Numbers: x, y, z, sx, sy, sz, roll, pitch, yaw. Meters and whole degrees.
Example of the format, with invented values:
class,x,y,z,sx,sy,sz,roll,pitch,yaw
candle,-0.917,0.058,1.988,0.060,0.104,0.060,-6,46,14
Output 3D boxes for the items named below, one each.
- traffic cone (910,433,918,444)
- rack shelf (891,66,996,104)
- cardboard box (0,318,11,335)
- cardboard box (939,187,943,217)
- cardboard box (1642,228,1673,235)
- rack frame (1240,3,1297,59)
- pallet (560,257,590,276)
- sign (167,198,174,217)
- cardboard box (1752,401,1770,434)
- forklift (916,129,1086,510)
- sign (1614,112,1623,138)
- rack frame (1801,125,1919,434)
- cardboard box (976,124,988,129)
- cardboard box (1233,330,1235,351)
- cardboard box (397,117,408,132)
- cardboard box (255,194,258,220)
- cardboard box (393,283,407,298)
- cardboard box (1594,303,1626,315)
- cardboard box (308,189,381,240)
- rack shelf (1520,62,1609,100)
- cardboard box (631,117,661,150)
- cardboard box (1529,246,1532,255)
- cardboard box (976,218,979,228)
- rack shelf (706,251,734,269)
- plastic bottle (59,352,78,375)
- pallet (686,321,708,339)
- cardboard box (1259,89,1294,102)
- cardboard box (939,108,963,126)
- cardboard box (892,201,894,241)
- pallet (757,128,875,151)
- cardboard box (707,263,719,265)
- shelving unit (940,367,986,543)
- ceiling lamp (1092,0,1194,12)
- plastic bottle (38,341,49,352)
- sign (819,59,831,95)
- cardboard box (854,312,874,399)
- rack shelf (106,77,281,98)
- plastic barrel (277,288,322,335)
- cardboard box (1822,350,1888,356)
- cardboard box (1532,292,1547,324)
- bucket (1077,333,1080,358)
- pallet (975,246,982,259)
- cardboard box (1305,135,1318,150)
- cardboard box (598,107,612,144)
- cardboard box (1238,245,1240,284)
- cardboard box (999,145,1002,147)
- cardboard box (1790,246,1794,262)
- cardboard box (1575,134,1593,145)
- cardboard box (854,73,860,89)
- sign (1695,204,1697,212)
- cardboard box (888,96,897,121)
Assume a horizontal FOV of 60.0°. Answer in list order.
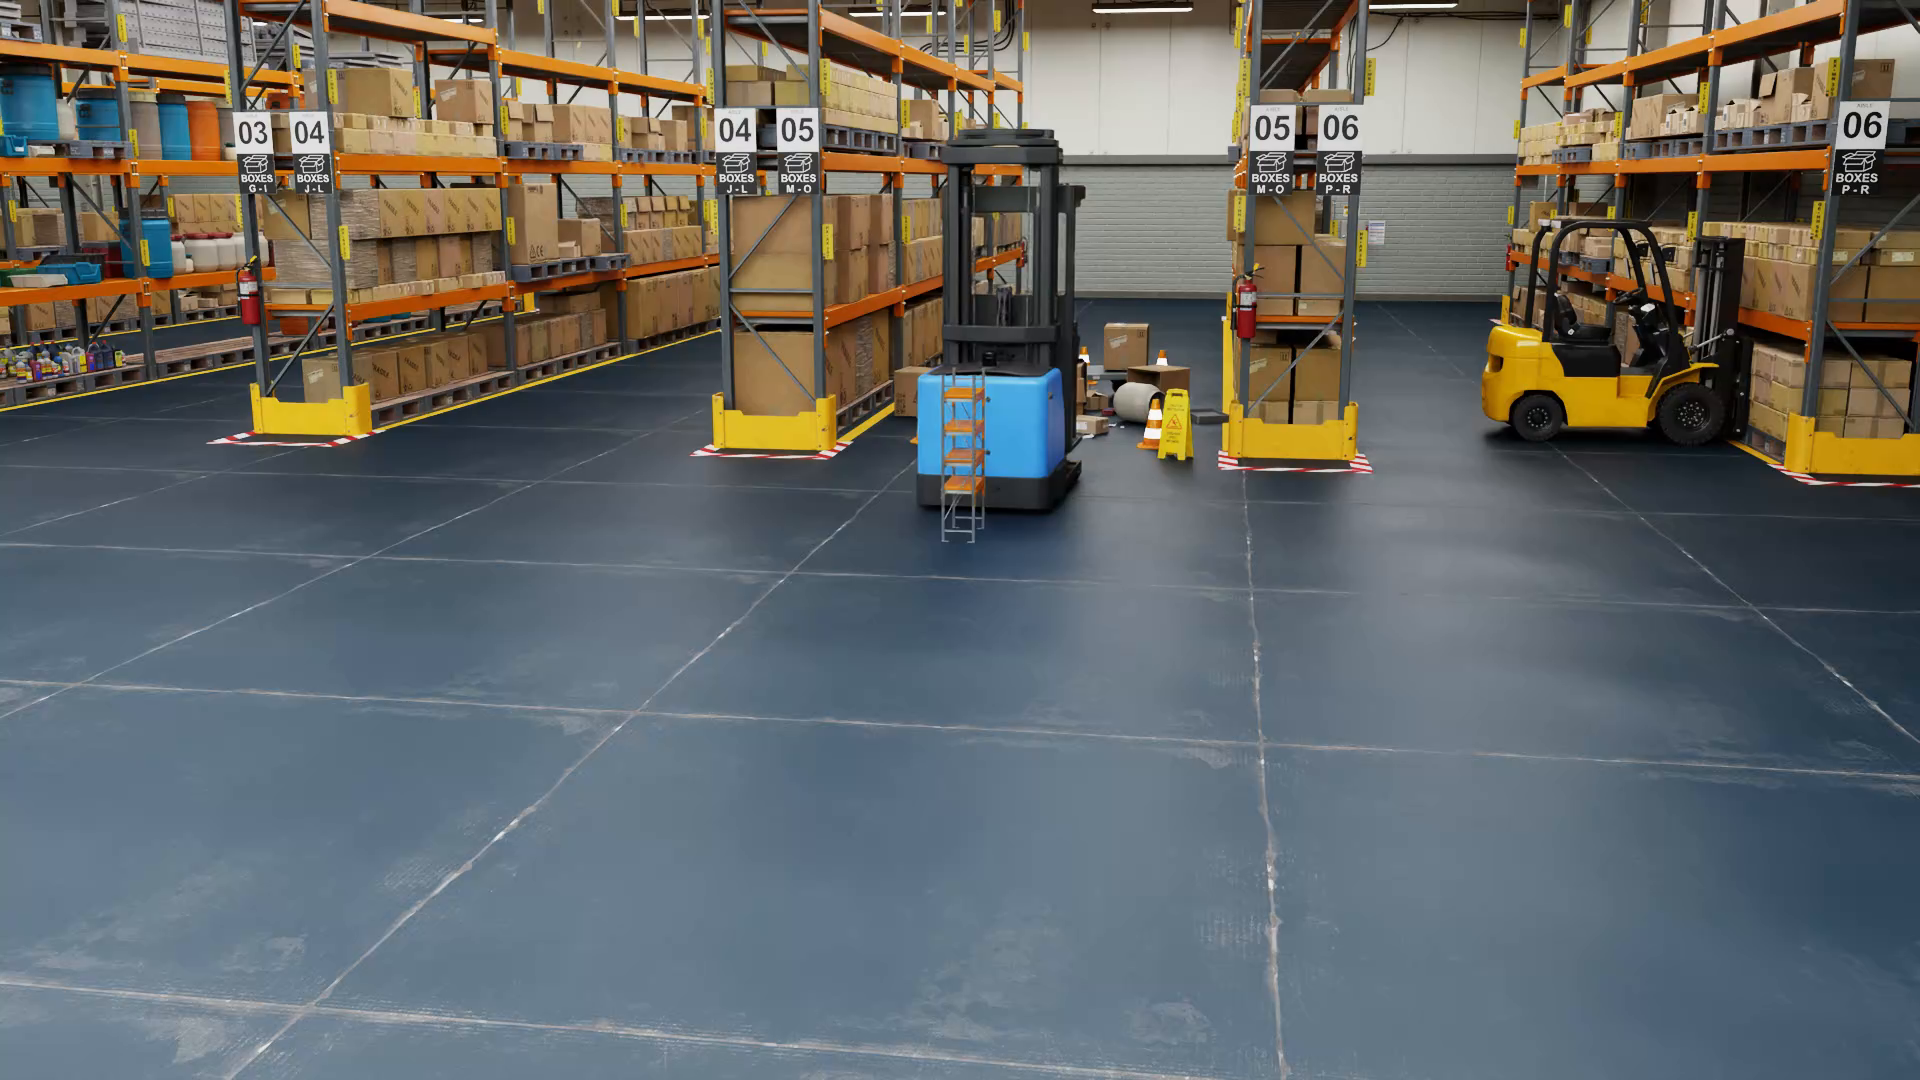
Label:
class,x,y,z,sx,sy,sz,roll,pitch,yaw
traffic cone,-0.315,-1.208,16.499,0.336,0.463,0.334,2,12,9
rack shelf,-0.261,-6.850,25.077,1.077,0.370,4.000,2,12,9
cardboard box,-15.082,-3.296,25.696,0.500,0.250,0.500,2,12,10
cardboard box,-0.149,-5.671,27.871,0.500,0.500,0.500,1,12,7
cardboard box,8.812,-3.840,20.916,0.380,0.149,0.250,2,12,9
rack frame,5.568,-8.507,30.108,1.000,3.000,0.127,2,12,9
pallet,-5.718,-3.723,22.605,1.003,0.211,1.213,2,12,9
sign,-14.078,-5.933,29.657,0.100,0.325,0.005,2,12,9
cardboard box,7.858,-1.156,15.768,0.500,0.250,0.500,2,12,9
forklift,0.448,-1.929,13.987,1.130,2.935,3.031,2,12,11
sign,8.707,-5.486,21.983,0.100,0.325,0.005,2,12,9
rack frame,8.012,-2.084,14.543,1.000,3.000,0.127,2,12,9
cardboard box,0.330,-6.766,27.373,0.380,0.149,0.250,2,12,8
cardboard box,4.241,-2.713,22.701,0.950,0.372,0.625,1,12,5
cardboard box,-6.180,-4.472,17.916,0.380,0.149,0.250,1,12,6
cardboard box,-13.961,-6.440,32.146,0.500,0.500,0.500,2,12,10
cardboard box,-6.231,-2.701,18.004,0.380,0.149,0.250,2,12,9
cardboard box,9.080,-3.218,23.204,0.380,0.149,0.250,1,12,6
cardboard box,-6.331,-3.354,17.118,0.500,0.500,0.500,2,12,9
rack shelf,10.166,-7.578,27.510,1.077,0.370,4.000,2,12,9
cardboard box,-5.161,-6.378,26.108,0.797,0.503,0.637,2,12,8
cardboard box,9.884,-4.910,28.253,0.380,0.149,0.250,2,12,10
cardboard box,0.095,-5.055,26.517,0.380,0.149,0.250,1,12,7
rack shelf,-4.532,-5.128,30.374,1.077,0.370,4.000,2,12,9
plastic bottle,-10.886,-2.157,20.305,0.152,0.276,0.135,2,12,10
pallet,-4.883,-3.537,27.904,1.003,0.211,1.213,2,12,9
cardboard box,2.868,-4.057,15.283,0.380,0.149,0.250,2,12,9
cardboard box,-0.155,-6.121,24.100,0.396,0.266,0.258,2,12,9
cardboard box,-1.114,-3.857,20.160,0.700,0.500,0.500,2,12,8
pallet,-1.510,-4.216,17.525,1.003,0.211,1.213,2,12,9
cardboard box,-4.520,-4.552,30.041,0.875,0.875,0.875,2,12,9
shelving unit,0.025,-0.621,12.027,0.258,1.200,0.503,2,12,9
ceiling lamp,3.585,-11.998,32.450,2.000,3.185,0.800,2,12,9
plastic bottle,-11.498,-2.324,20.899,0.144,0.351,0.185,2,12,10
sign,-1.252,-4.296,15.426,0.100,0.325,0.005,2,12,9
cardboard box,-1.485,-2.066,18.507,0.875,0.875,0.875,2,12,9
rack shelf,-14.320,-8.380,31.235,1.077,0.370,4.000,2,12,9
plastic barrel,-10.290,-3.638,25.907,0.600,0.830,0.708,2,12,9
cardboard box,8.347,-1.632,15.602,0.500,0.250,0.500,2,12,9
cardboard box,9.956,-3.881,27.818,0.700,0.500,0.500,1,12,7
bucket,1.073,-2.256,19.502,0.726,0.611,0.620,7,4,28
pallet,-0.215,-4.633,26.827,1.003,0.211,1.213,2,12,9
cardboard box,3.431,-3.704,15.535,0.380,0.149,0.250,1,12,7
cardboard box,-5.281,-5.882,23.625,0.500,0.500,0.500,2,12,10
cardboard box,3.235,-2.979,17.753,0.500,0.500,0.500,2,12,8
cardboard box,0.439,-6.715,28.080,0.500,0.250,0.500,2,12,8
cardboard box,7.899,-2.637,15.334,0.380,0.149,0.250,2,12,10
cardboard box,9.216,-5.865,24.330,0.380,0.149,0.250,2,12,10
cardboard box,-1.237,-4.694,17.006,0.380,0.149,0.250,2,12,8
sign,9.792,-4.298,22.068,0.100,0.325,0.005,2,12,9
cardboard box,-1.006,-4.898,18.895,0.500,0.250,0.500,2,12,8
